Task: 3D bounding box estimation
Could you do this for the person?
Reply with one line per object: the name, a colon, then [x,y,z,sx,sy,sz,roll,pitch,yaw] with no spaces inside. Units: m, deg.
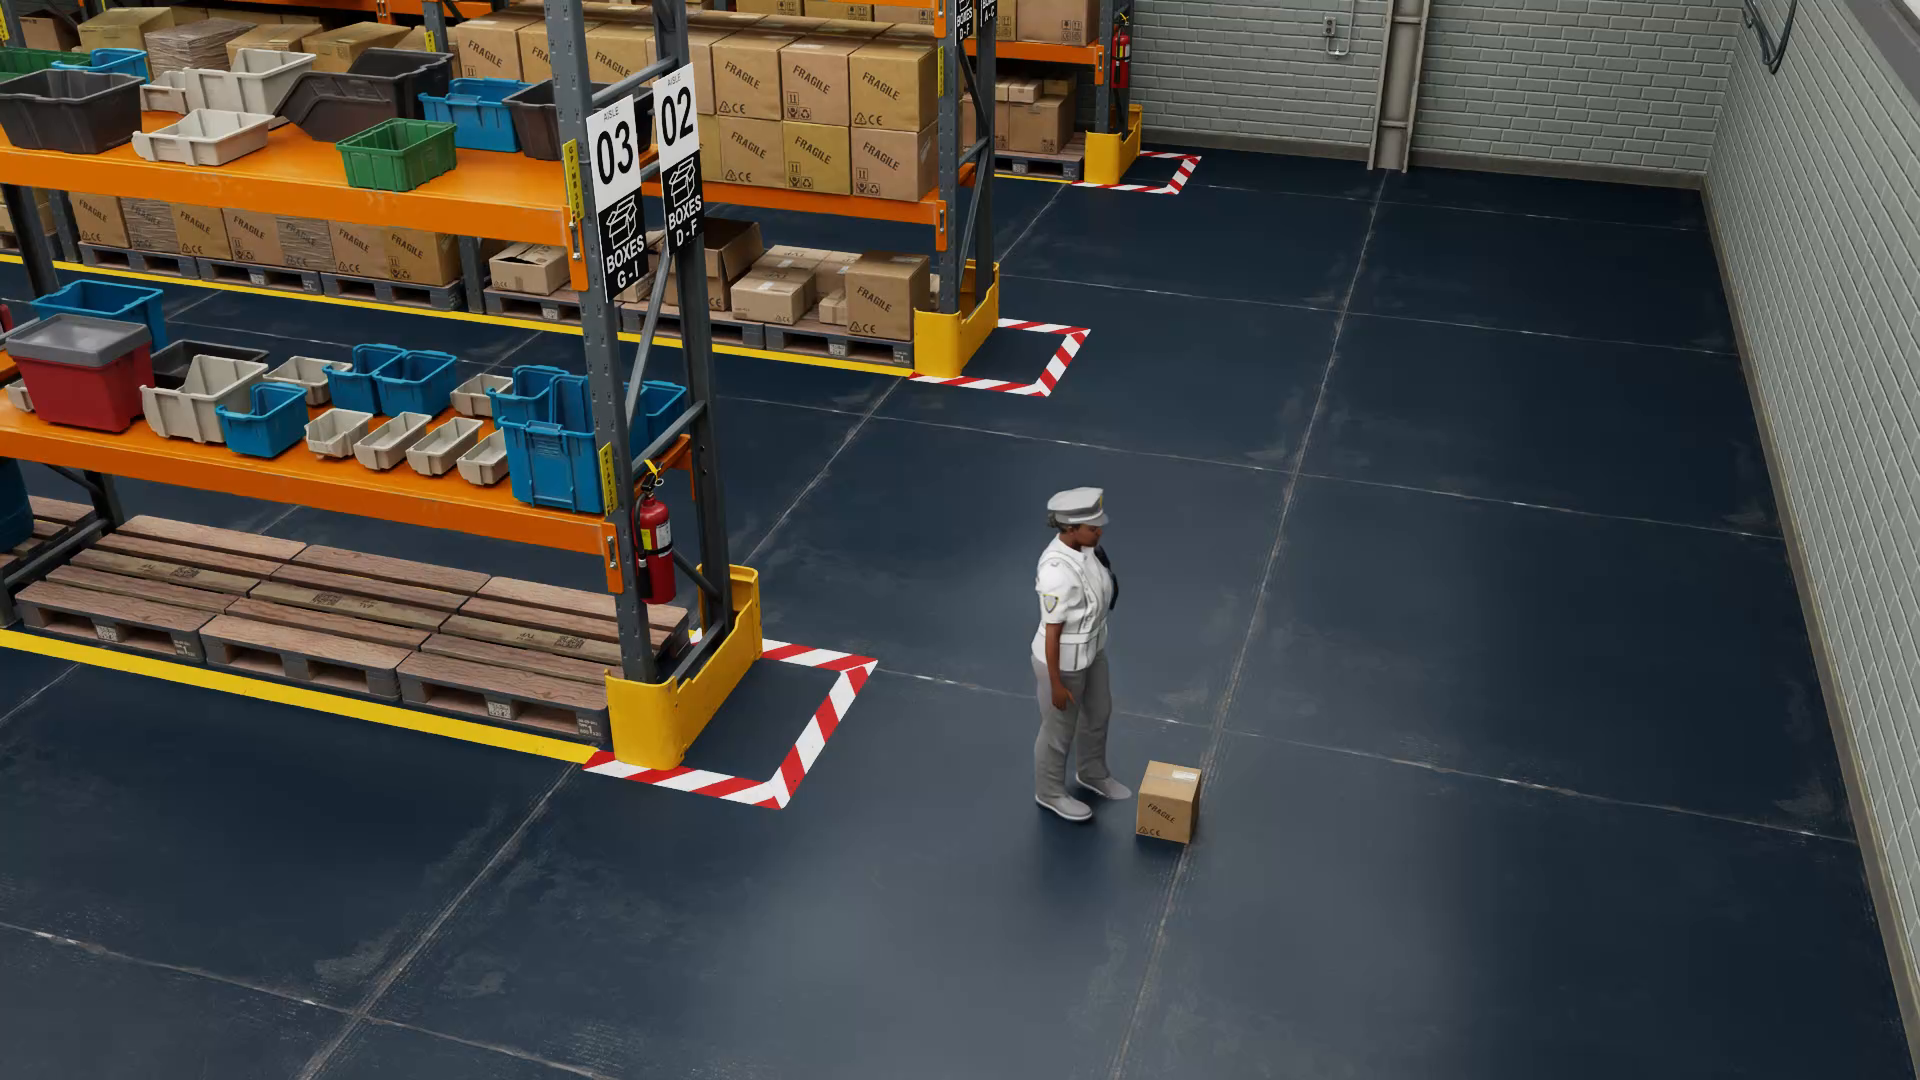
person: [0.551,0.554,7.527,0.442,1.714,0.496,13,32,22]
